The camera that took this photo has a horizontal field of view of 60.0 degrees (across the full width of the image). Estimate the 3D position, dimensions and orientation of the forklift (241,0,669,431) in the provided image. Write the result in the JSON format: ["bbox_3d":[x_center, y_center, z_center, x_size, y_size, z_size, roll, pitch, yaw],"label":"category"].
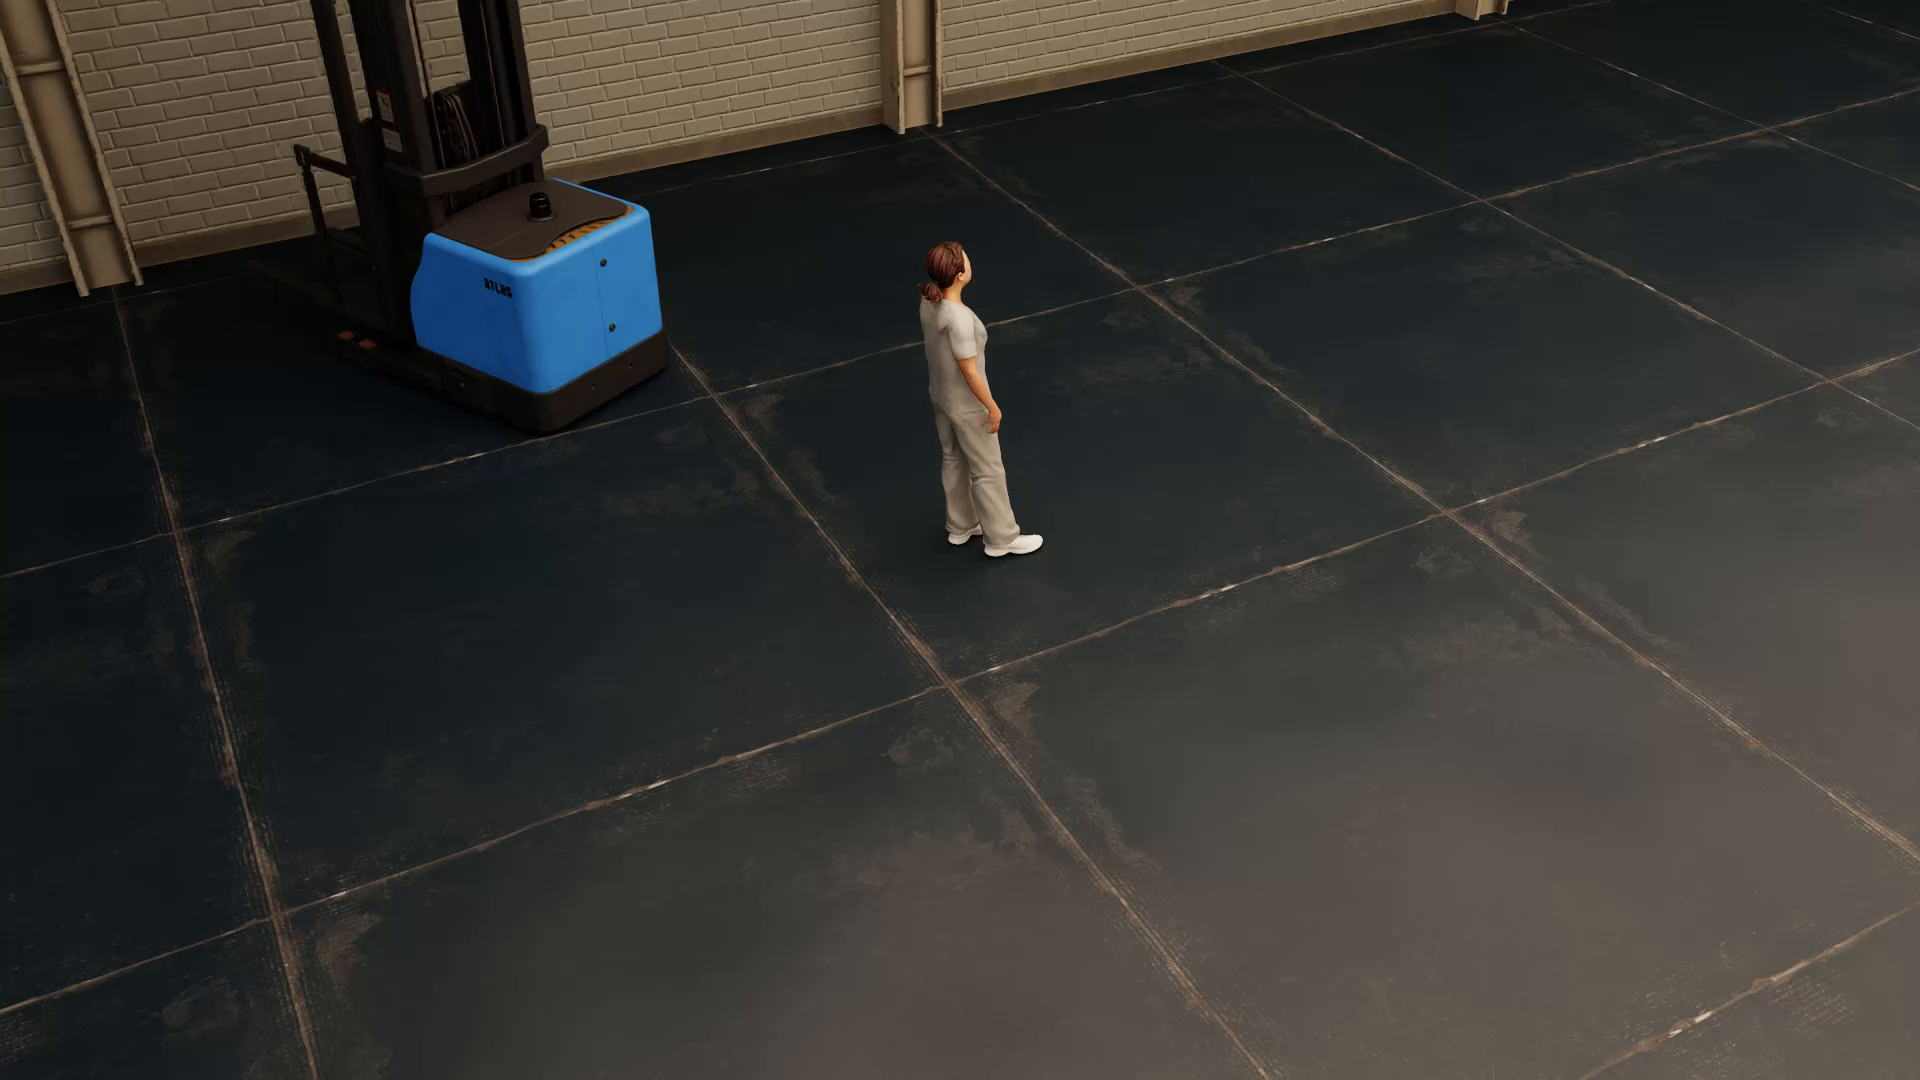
[{"bbox_3d":[-3.257,-2.478,9.629,3.031,2.935,1.130,22,41,28],"label":"forklift"}]

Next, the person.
[{"bbox_3d":[0.071,-0.703,8.193,0.549,1.675,0.550,-17,39,-23],"label":"person"}]
